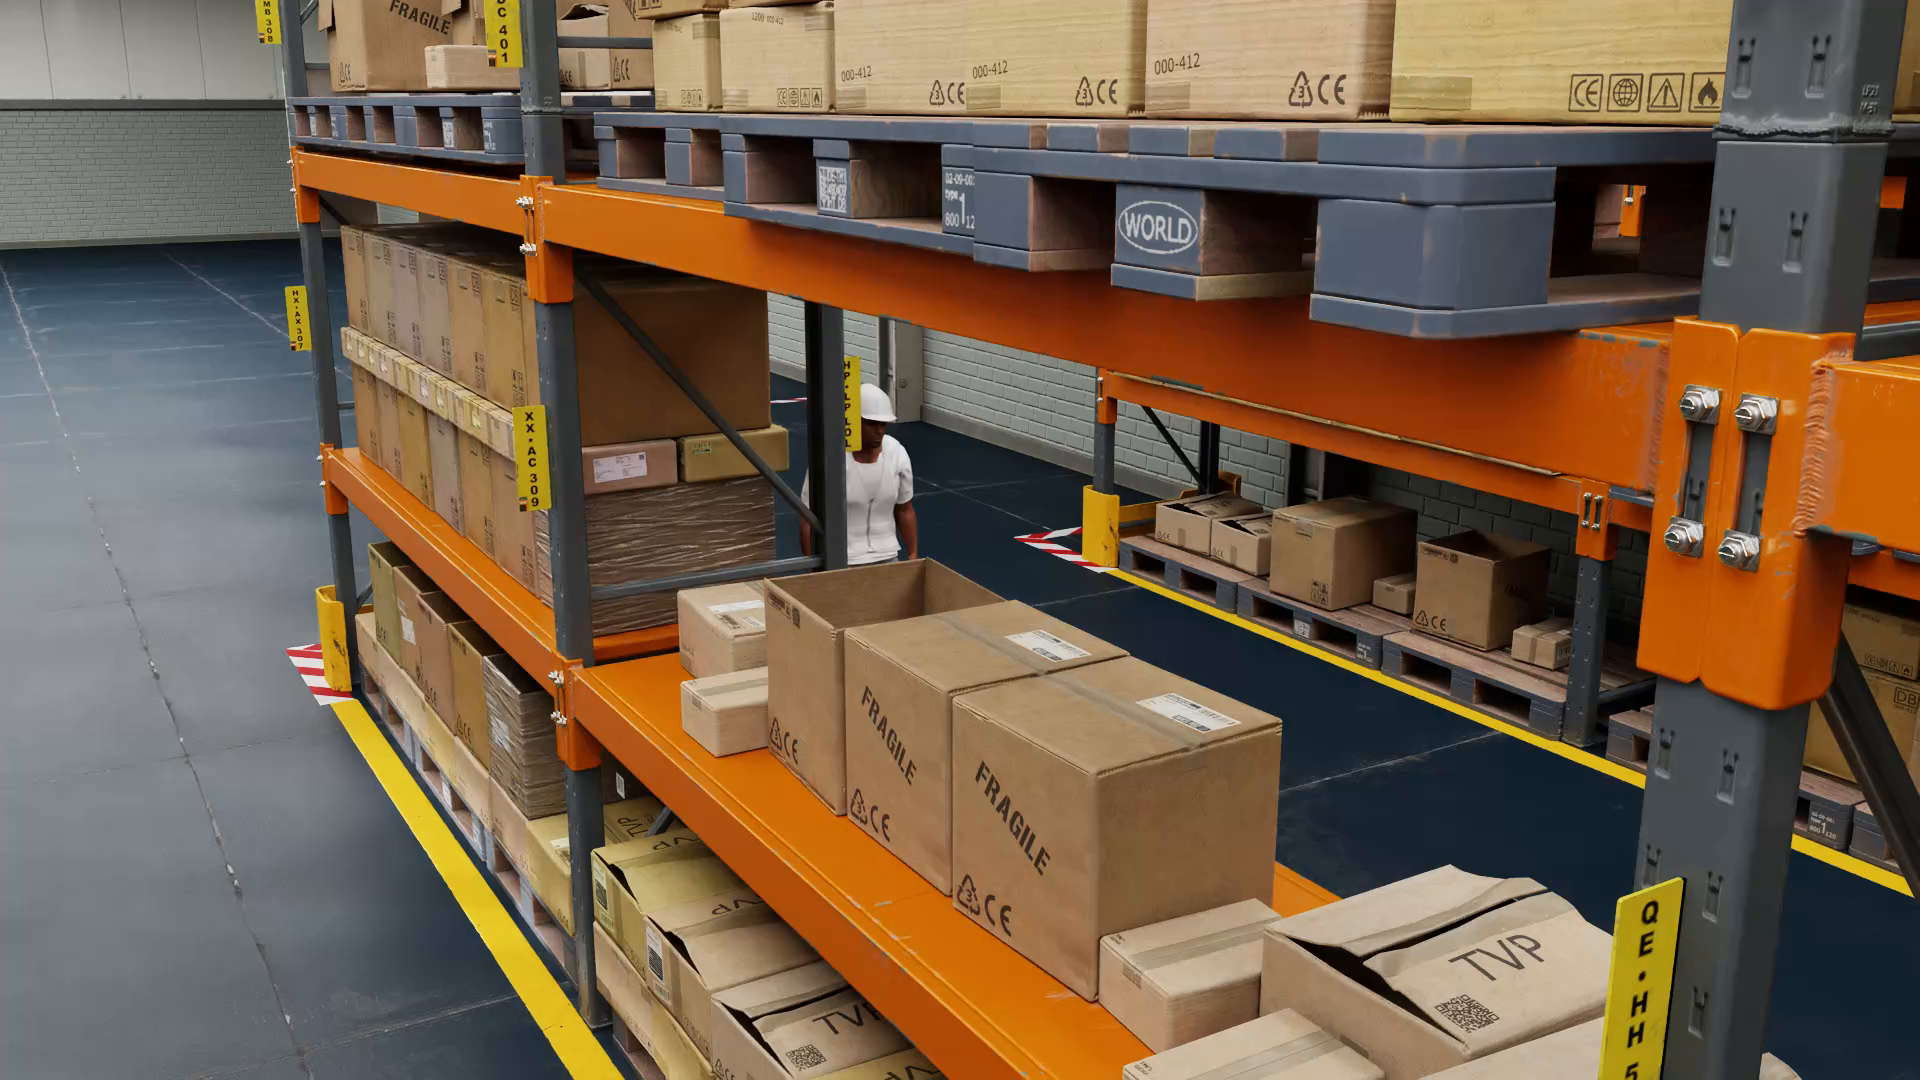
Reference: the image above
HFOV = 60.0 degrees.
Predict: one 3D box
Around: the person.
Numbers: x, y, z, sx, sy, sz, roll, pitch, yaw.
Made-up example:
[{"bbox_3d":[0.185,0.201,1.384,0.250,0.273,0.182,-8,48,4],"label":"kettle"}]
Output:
[{"bbox_3d":[-0.475,0.110,8.058,0.627,1.761,0.456,-9,17,-29],"label":"person"}]
